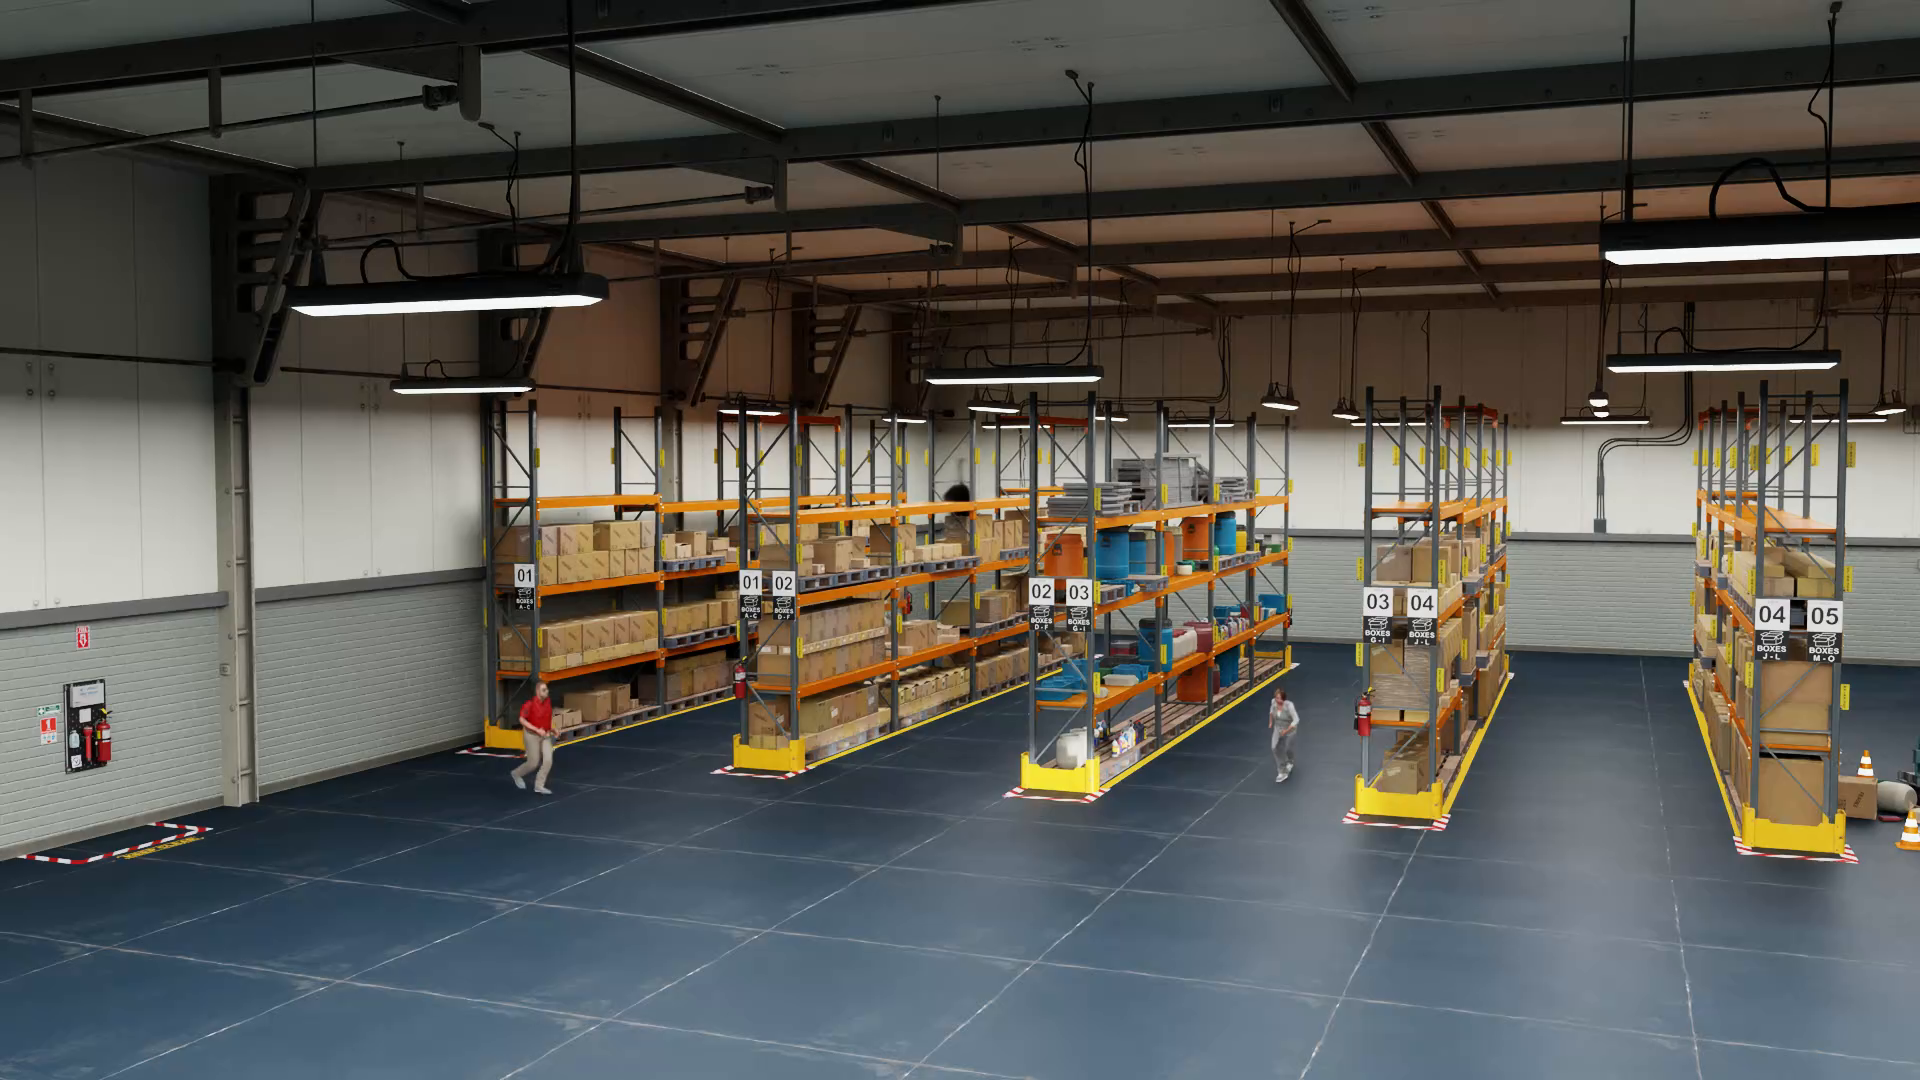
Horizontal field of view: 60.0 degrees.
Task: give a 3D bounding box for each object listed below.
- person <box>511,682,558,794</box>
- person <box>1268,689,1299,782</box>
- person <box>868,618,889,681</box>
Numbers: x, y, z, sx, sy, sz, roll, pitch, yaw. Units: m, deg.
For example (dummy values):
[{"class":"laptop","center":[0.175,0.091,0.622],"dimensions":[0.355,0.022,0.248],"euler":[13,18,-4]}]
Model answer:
[{"class":"person","center":[-6.365,2.952,24.853],"dimensions":[0.776,1.673,0.659],"euler":[2,3,34]},{"class":"person","center":[5.087,2.994,25.911],"dimensions":[0.542,1.444,0.969],"euler":[2,3,30]},{"class":"person","center":[-1.904,2.288,37.297],"dimensions":[0.668,1.759,0.664],"euler":[1,3,16]}]
